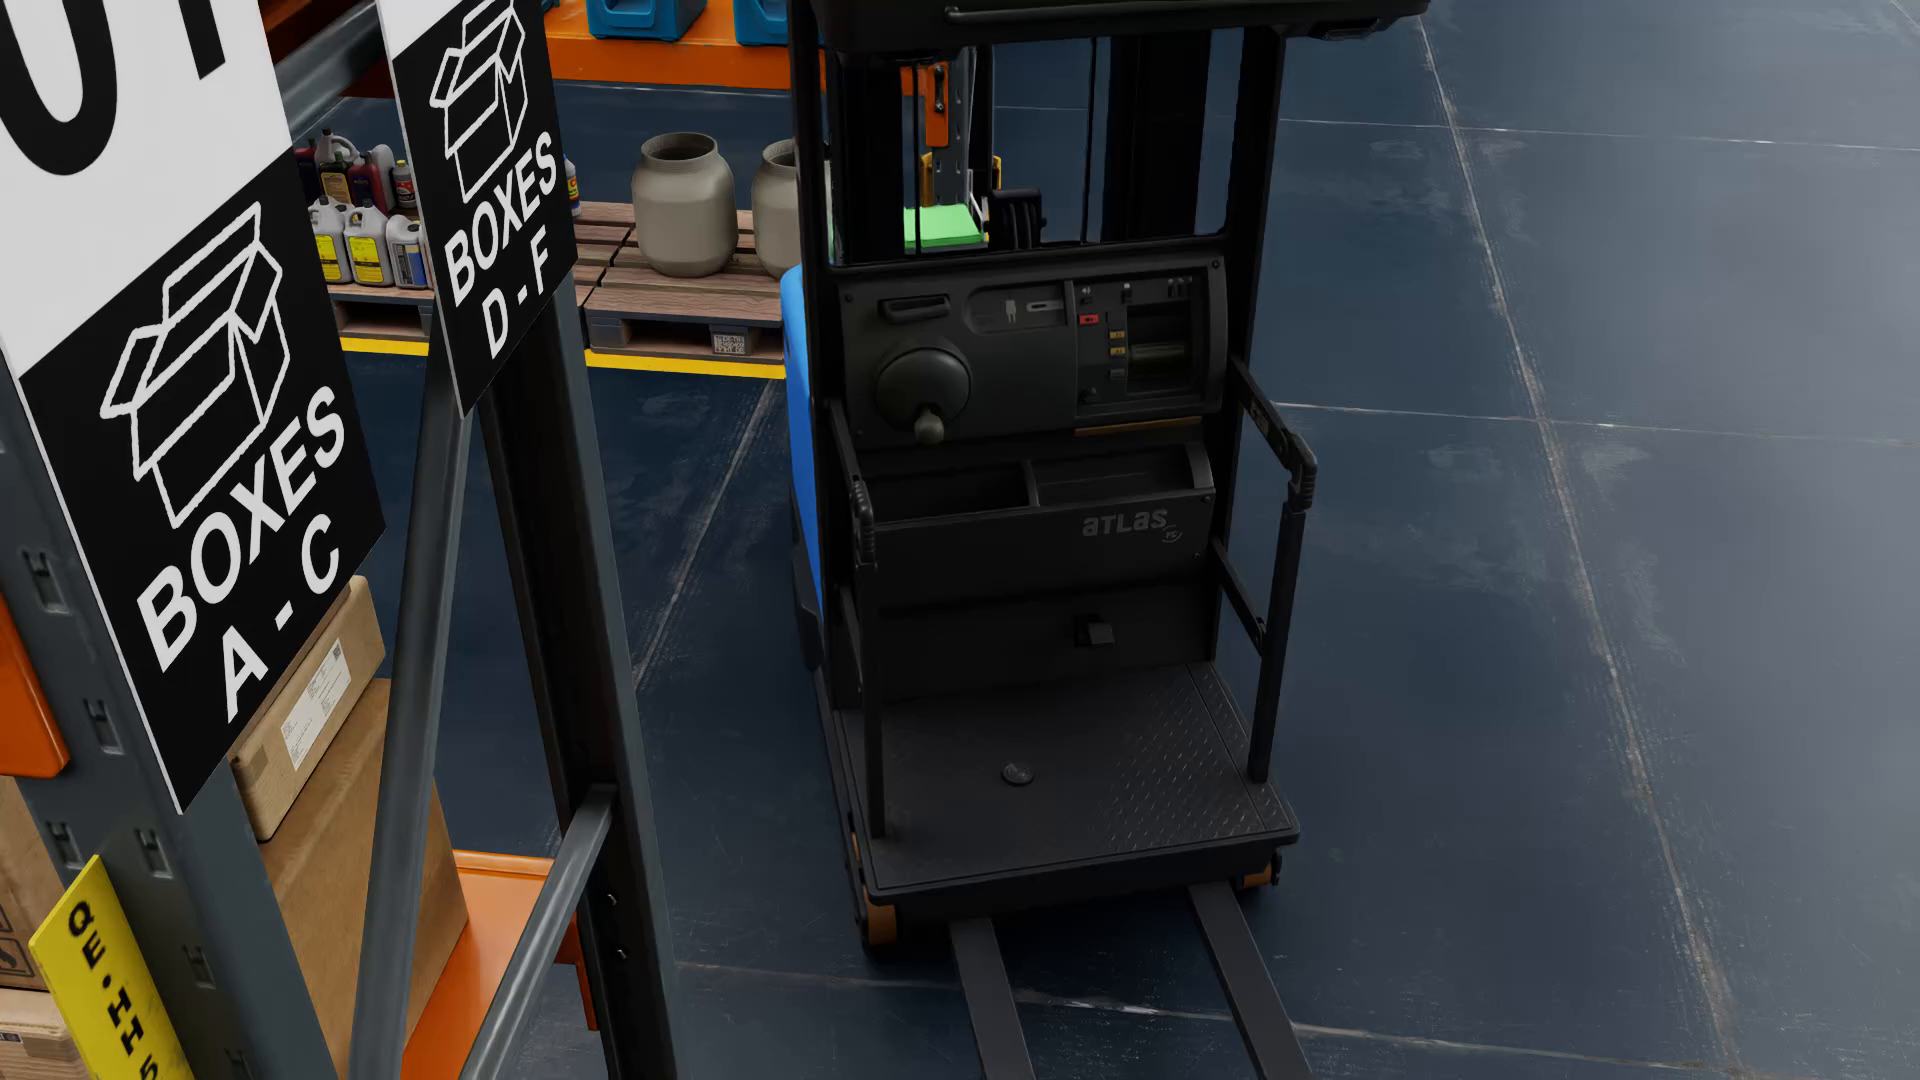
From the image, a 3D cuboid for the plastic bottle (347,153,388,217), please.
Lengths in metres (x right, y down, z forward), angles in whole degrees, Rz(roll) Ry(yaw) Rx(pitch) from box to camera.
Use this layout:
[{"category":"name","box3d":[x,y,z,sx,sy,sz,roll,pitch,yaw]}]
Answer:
[{"category":"plastic bottle","box3d":[-2.614,-1.562,7.316,0.133,0.283,0.061,4,36,6]}]

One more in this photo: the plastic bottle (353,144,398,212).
[{"category":"plastic bottle","box3d":[-2.601,-1.620,7.404,0.135,0.276,0.152,5,36,7]}]

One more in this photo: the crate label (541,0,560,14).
[{"category":"crate label","box3d":[-1.840,-2.183,6.196,0.616,0.435,0.502,4,36,6]}]

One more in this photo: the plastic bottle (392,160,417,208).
[{"category":"plastic bottle","box3d":[-2.480,-1.597,7.436,0.097,0.201,0.097,0,36,0]}]

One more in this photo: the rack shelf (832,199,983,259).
[{"category":"rack shelf","box3d":[-0.186,-0.956,5.340,0.480,0.148,0.258,-7,36,-10]}]

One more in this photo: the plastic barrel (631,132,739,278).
[{"category":"plastic barrel","box3d":[-1.140,-1.388,6.893,0.421,0.512,0.421,0,36,0]}]

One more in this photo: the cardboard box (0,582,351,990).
[{"category":"cardboard box","box3d":[-1.129,0.051,1.893,0.500,0.500,0.700,4,36,6]}]

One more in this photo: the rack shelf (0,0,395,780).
[{"category":"rack shelf","box3d":[-2.599,-0.410,1.780,4.000,0.370,1.077,4,36,6]}]

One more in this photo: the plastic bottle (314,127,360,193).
[{"category":"plastic bottle","box3d":[-2.761,-1.665,7.403,0.185,0.351,0.144,4,36,6]}]

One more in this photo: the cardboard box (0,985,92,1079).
[{"category":"cardboard box","box3d":[-1.018,0.443,1.903,0.250,0.149,0.380,4,36,5]}]

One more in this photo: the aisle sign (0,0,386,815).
[{"category":"aisle sign","box3d":[-0.587,-0.218,1.236,0.004,0.787,0.394,4,36,6]}]

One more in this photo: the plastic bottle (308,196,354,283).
[{"category":"plastic bottle","box3d":[-2.591,-1.241,6.808,0.185,0.351,0.144,4,36,6]}]

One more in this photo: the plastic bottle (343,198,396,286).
[{"category":"plastic bottle","box3d":[-2.407,-1.227,6.788,0.185,0.351,0.144,6,36,8]}]

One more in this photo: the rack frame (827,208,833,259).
[{"category":"rack frame","box3d":[-0.425,-0.588,5.541,0.015,1.200,0.240,-7,36,-10]}]

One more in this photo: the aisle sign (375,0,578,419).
[{"category":"aisle sign","box3d":[-0.511,-0.564,1.720,0.004,0.787,0.394,4,36,6]}]

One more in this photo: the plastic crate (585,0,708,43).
[{"category":"plastic crate","box3d":[-1.158,-2.043,6.159,0.408,0.251,0.499,4,36,6]}]

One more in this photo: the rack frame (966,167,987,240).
[{"category":"rack frame","box3d":[0.053,-0.646,5.622,0.015,1.200,0.240,-7,36,-10]}]

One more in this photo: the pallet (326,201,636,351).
[{"category":"pallet","box3d":[-2.073,-1.186,7.231,1.213,0.211,1.003,4,36,6]}]

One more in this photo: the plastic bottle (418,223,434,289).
[{"category":"plastic bottle","box3d":[-2.104,-1.176,6.782,0.135,0.276,0.152,5,36,6]}]

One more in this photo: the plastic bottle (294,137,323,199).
[{"category":"plastic bottle","box3d":[-2.915,-1.674,7.472,0.133,0.283,0.061,7,36,9]}]

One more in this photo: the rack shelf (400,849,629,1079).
[{"category":"rack shelf","box3d":[-2.599,0.811,2.651,4.000,0.370,1.077,4,36,6]}]

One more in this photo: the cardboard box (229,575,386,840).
[{"category":"cardboard box","box3d":[-0.977,0.208,2.232,0.250,0.149,0.380,4,36,6]}]

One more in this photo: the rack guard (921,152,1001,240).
[{"category":"rack guard","box3d":[-0.062,-1.149,6.930,0.348,0.500,1.175,4,36,6]}]

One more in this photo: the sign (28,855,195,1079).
[{"category":"sign","box3d":[-0.698,0.410,1.393,0.005,0.325,0.100,4,36,6]}]

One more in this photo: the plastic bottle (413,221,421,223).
[{"category":"plastic bottle","box3d":[-2.244,-1.229,6.921,0.097,0.201,0.097,0,36,0]}]

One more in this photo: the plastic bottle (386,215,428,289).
[{"category":"plastic bottle","box3d":[-2.242,-1.186,6.796,0.135,0.276,0.152,3,36,5]}]

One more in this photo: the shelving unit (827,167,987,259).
[{"category":"shelving unit","box3d":[-0.186,-0.617,5.582,0.503,1.200,0.258,-7,36,-10]}]

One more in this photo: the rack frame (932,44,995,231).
[{"category":"rack frame","box3d":[0.020,-2.188,6.234,0.127,3.000,1.000,4,36,6]}]

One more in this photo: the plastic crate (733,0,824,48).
[{"category":"plastic crate","box3d":[-0.515,-1.992,6.087,0.616,0.251,0.499,4,36,6]}]

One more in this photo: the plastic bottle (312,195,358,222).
[{"category":"plastic bottle","box3d":[-2.597,-1.297,6.952,0.135,0.276,0.152,4,36,6]}]

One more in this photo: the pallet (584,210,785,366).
[{"category":"pallet","box3d":[-0.867,-1.095,7.102,1.213,0.211,1.003,4,36,6]}]

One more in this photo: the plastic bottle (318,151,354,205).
[{"category":"plastic bottle","box3d":[-2.749,-1.577,7.337,0.133,0.283,0.061,4,36,6]}]

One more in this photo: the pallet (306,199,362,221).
[{"category":"pallet","box3d":[-3.287,-1.275,7.355,1.213,0.211,1.003,4,36,6]}]

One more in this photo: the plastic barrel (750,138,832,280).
[{"category":"plastic barrel","box3d":[-0.643,-1.351,6.841,0.421,0.512,0.421,0,36,0]}]

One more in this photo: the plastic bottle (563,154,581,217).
[{"category":"plastic bottle","box3d":[-1.739,-1.570,7.338,0.097,0.271,0.097,0,36,0]}]

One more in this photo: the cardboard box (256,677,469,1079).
[{"category":"cardboard box","box3d":[-1.076,0.583,2.265,0.500,0.500,0.700,4,36,6]}]

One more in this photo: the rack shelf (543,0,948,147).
[{"category":"rack shelf","box3d":[-1.964,-2.043,6.650,4.000,0.370,1.077,4,36,6]}]

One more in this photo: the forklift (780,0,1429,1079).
[{"category":"forklift","box3d":[0.226,-0.387,3.769,1.130,2.935,3.031,-7,36,-9]}]
